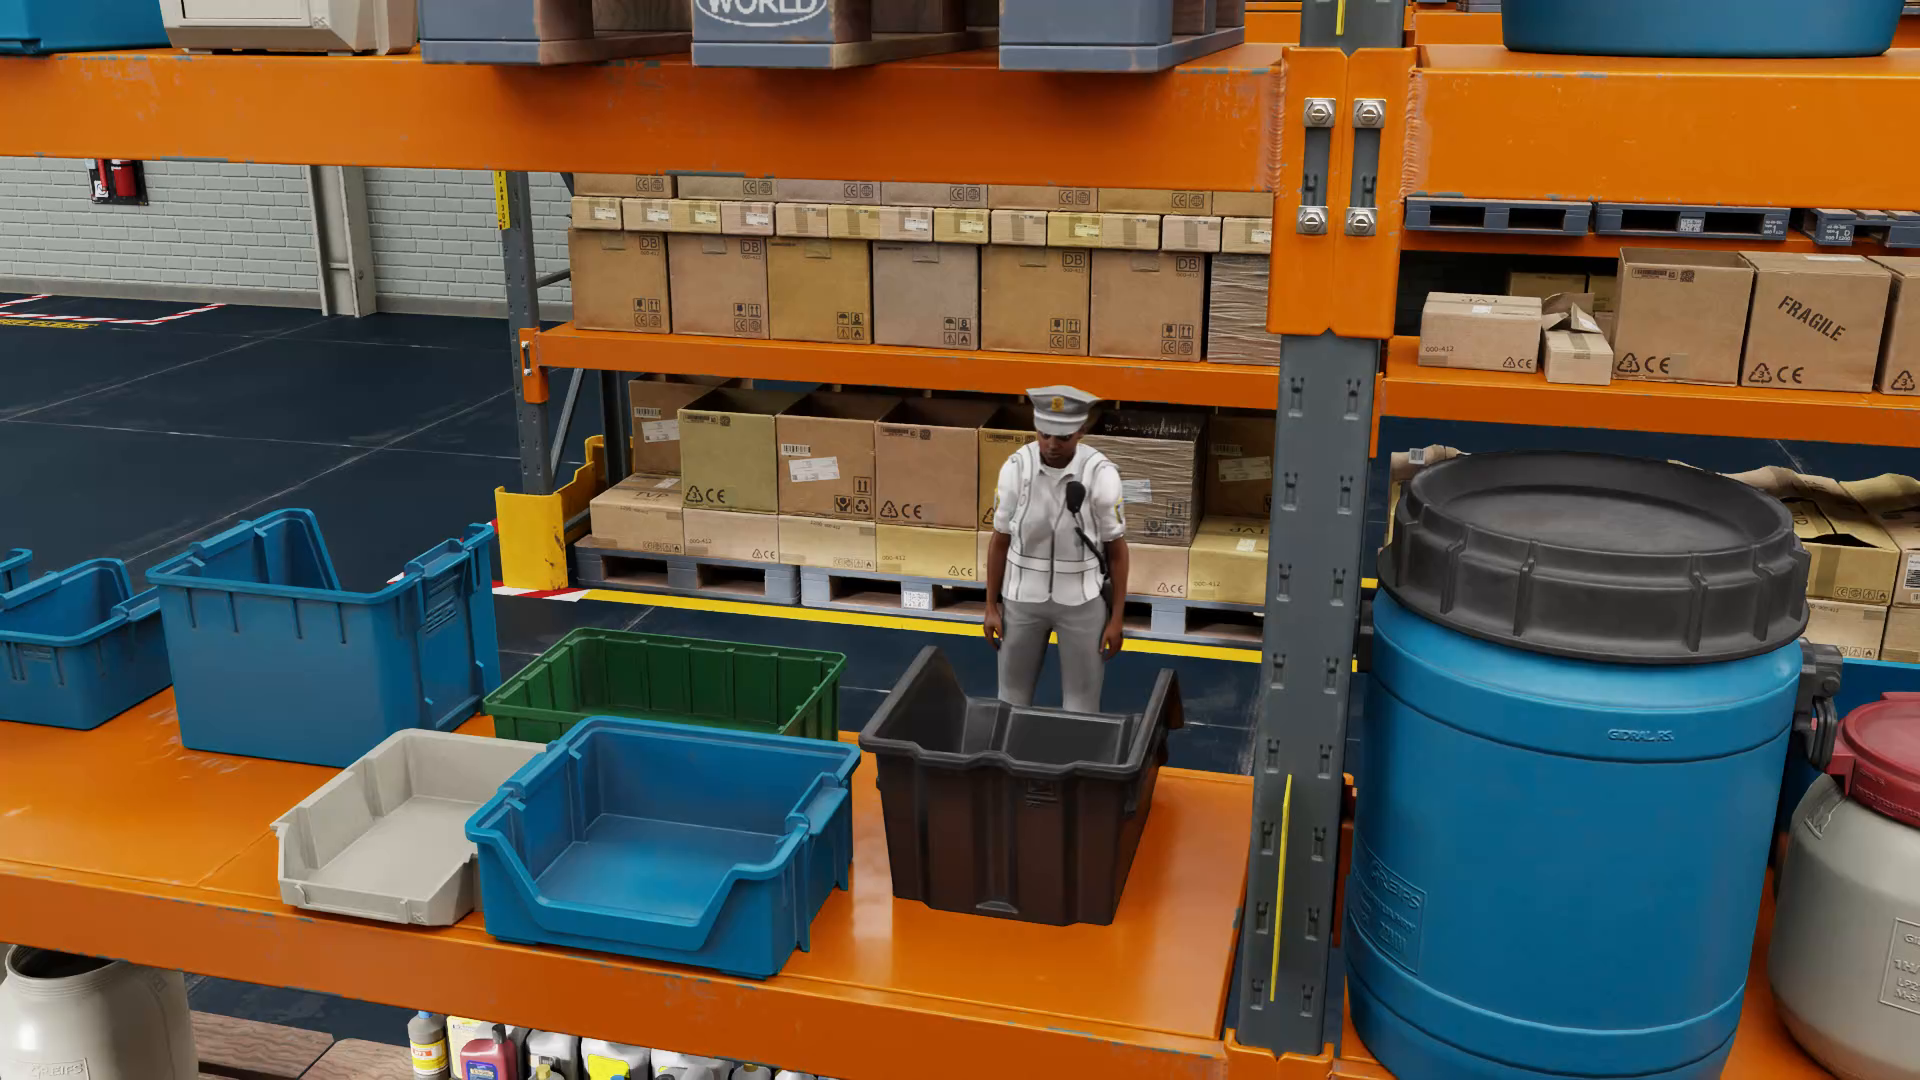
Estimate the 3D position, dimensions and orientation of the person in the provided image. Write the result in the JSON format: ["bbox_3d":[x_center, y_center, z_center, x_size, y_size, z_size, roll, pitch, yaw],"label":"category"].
[{"bbox_3d":[0.321,0.259,5.784,0.514,1.657,0.400,4,19,13],"label":"person"}]
